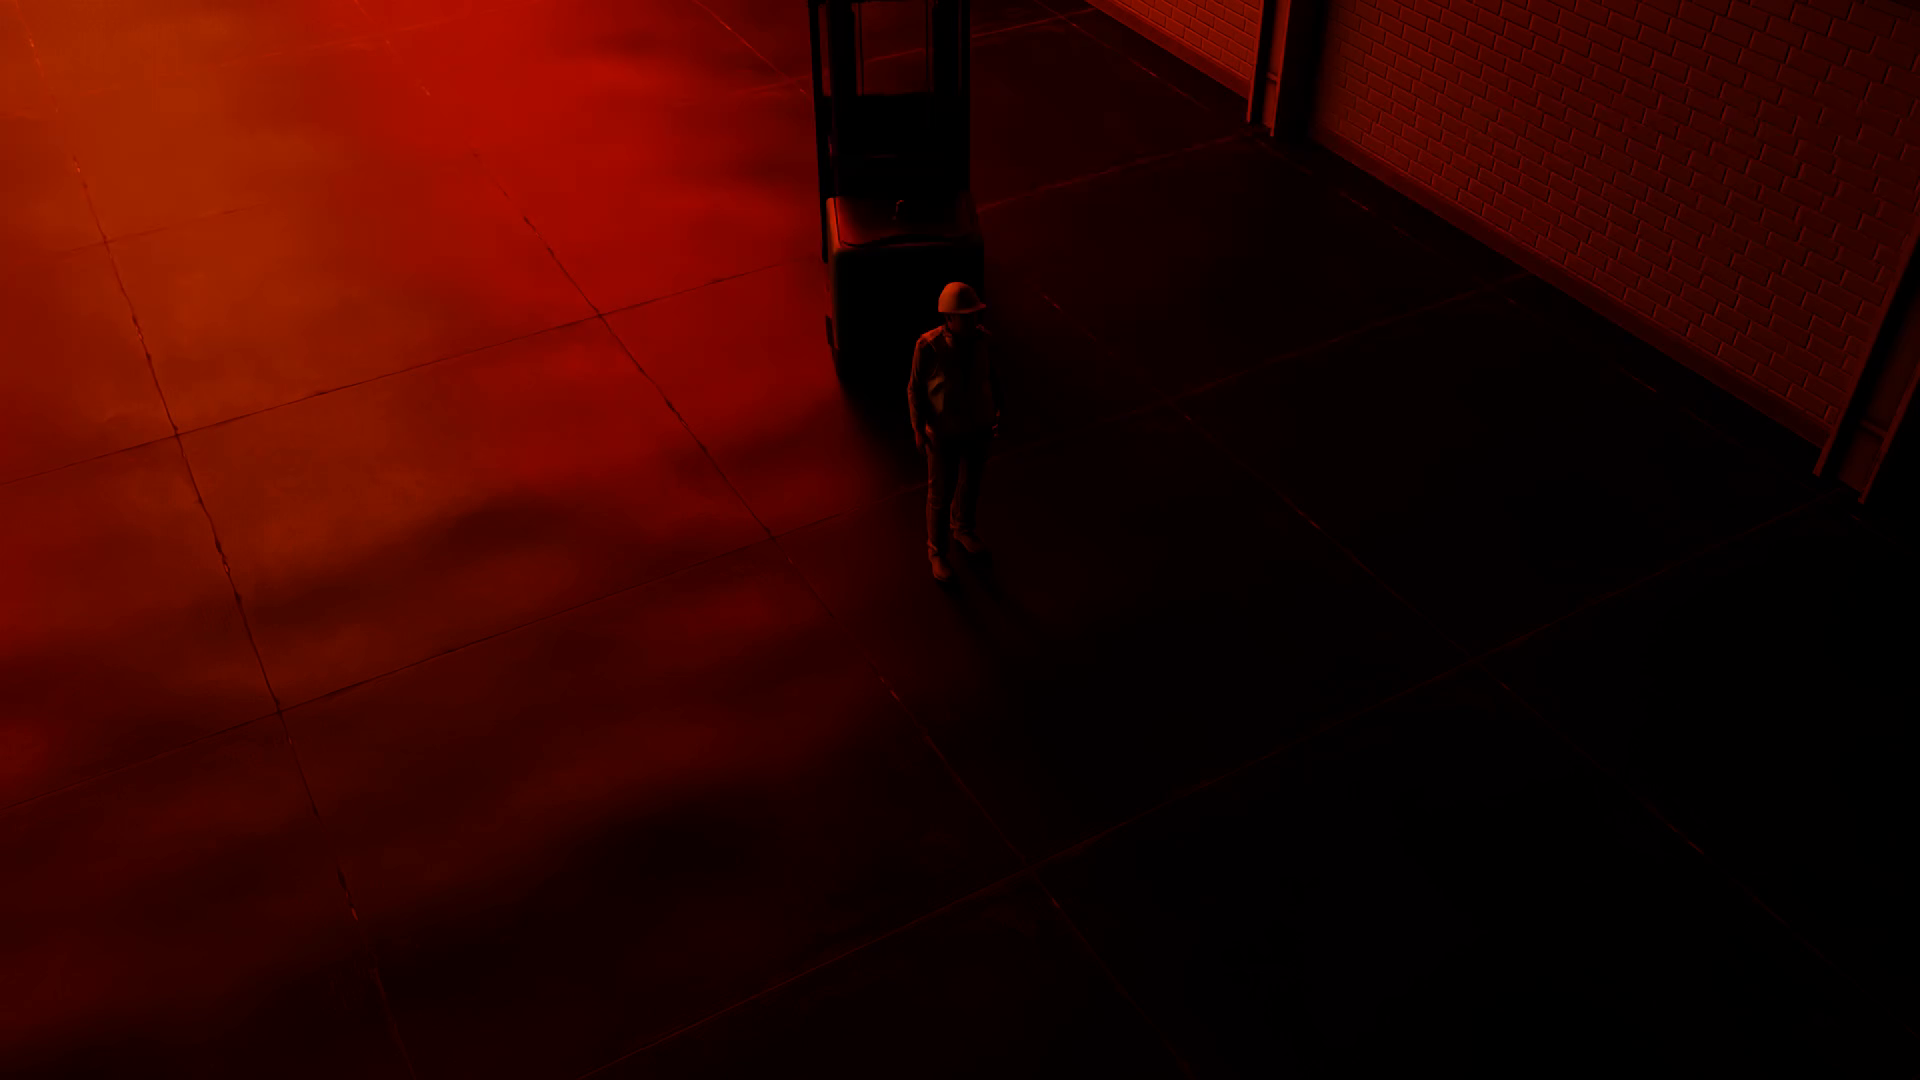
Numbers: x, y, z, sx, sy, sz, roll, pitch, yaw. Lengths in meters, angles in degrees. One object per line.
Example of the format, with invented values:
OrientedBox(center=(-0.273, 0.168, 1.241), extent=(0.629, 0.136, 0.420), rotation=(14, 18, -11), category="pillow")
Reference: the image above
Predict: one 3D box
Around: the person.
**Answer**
OrientedBox(center=(0.025, -0.651, 9.716), extent=(0.634, 1.775, 0.566), rotation=(-20, 44, -23), category="person")

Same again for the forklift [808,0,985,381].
OrientedBox(center=(-0.506, -3.167, 11.855), extent=(1.130, 2.935, 3.031), rotation=(-4, 40, -5), category="forklift")
